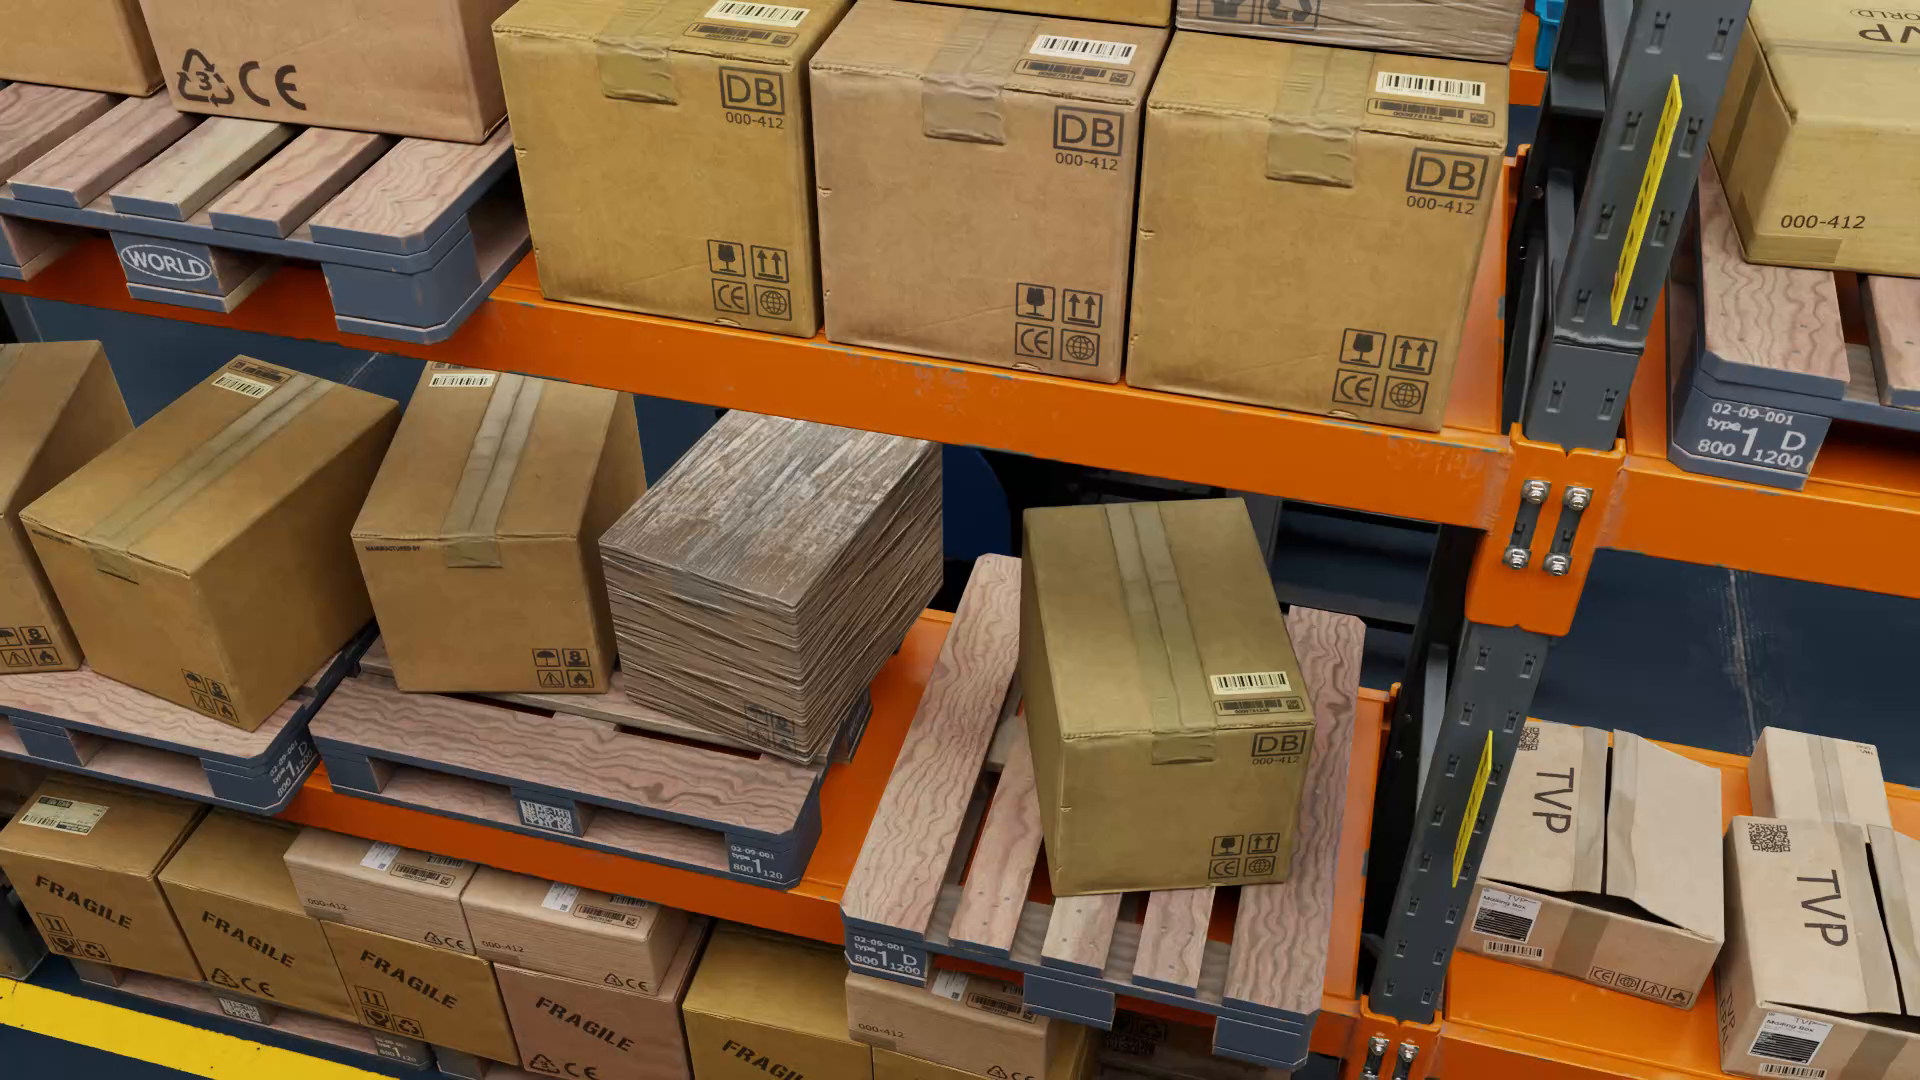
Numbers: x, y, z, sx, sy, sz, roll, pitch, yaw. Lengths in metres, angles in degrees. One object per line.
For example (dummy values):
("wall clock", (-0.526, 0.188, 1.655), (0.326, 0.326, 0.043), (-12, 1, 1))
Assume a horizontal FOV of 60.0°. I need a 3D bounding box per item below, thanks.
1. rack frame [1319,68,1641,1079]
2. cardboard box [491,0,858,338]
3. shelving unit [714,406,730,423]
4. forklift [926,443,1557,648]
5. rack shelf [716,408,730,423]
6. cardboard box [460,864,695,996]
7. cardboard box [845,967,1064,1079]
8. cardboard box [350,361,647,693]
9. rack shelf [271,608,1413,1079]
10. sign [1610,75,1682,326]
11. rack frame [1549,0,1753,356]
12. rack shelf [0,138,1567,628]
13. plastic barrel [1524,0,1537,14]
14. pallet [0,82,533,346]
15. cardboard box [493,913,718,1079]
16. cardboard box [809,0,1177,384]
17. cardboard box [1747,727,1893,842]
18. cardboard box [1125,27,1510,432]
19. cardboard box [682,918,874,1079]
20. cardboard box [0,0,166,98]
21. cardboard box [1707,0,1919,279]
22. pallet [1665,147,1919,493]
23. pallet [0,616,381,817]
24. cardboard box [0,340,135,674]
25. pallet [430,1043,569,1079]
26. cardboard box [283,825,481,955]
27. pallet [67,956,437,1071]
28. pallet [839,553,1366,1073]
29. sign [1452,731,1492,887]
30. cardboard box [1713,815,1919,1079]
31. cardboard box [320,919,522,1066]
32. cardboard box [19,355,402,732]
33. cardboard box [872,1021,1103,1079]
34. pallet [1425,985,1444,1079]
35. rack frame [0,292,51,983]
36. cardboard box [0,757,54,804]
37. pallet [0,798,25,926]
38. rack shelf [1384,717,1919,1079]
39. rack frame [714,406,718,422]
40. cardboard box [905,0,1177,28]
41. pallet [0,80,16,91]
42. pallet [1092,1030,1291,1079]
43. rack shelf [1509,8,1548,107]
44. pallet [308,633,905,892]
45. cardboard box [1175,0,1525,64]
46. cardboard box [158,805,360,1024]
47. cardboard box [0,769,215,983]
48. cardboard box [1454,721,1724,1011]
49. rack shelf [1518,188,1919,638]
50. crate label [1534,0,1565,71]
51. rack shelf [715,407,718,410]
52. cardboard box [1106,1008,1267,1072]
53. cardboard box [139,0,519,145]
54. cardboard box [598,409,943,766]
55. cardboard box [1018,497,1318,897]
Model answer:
("rack frame", (1.054, 0.561, 3.749), (0.127, 3.000, 1.000), (10, 41, 11))
("cardboard box", (-0.371, -0.849, 3.018), (0.500, 0.500, 0.910), (10, 41, 11))
("shelving unit", (-0.827, -0.485, 6.628), (0.210, 0.900, 0.258), (10, 41, 11))
("forklift", (0.755, -1.027, 5.694), (3.031, 2.935, 1.130), (10, 41, 11))
("rack shelf", (-0.827, -0.529, 6.592), (0.200, 0.077, 0.258), (10, 41, 11))
("cardboard box", (-0.955, 0.879, 4.390), (0.500, 0.250, 0.500), (9, 41, 11))
("cardboard box", (0.035, 1.046, 4.190), (0.500, 0.250, 0.500), (11, 41, 13))
("cardboard box", (-1.087, -0.047, 4.070), (0.500, 0.500, 0.700), (0, 40, 0))
("rack shelf", (-0.878, 0.504, 4.377), (4.000, 0.370, 1.077), (10, 41, 11))
("sign", (0.912, -0.449, 2.217), (0.005, 0.325, 0.100), (10, 41, 11))
("rack frame", (1.054, -1.736, 1.820), (0.127, 3.000, 1.000), (10, 41, 11))
("rack shelf", (-0.878, -0.644, 3.412), (4.000, 0.370, 1.077), (10, 41, 11))
("plastic barrel", (2.865, -2.679, 7.501), (0.708, 0.536, 0.600), (10, 41, 11))
("pallet", (-1.195, -0.858, 3.253), (1.003, 0.211, 1.213), (10, 41, 11))
("cardboard box", (-0.918, 1.171, 4.625), (0.500, 0.500, 0.500), (8, 41, 10))
("cardboard box", (0.131, -0.762, 2.915), (0.500, 0.500, 0.910), (10, 41, 11))
("cardboard box", (1.994, 0.635, 3.856), (0.250, 0.149, 0.380), (10, 41, 11))
("cardboard box", (0.624, -0.677, 2.814), (0.500, 0.500, 0.910), (10, 41, 11))
("cardboard box", (-0.410, 1.254, 4.526), (0.500, 0.500, 0.500), (8, 41, 10))
("cardboard box", (-1.691, -1.263, 3.107), (0.600, 0.600, 0.600), (9, 41, 11))
("cardboard box", (1.507, -0.650, 2.650), (0.500, 0.250, 0.500), (7, 41, 8))
("pallet", (1.733, -0.458, 2.777), (1.003, 0.211, 1.213), (12, 41, 13))
("pallet", (-2.066, 0.170, 4.364), (1.213, 0.211, 1.003), (10, 41, 11))
("cardboard box", (-2.410, -0.085, 4.115), (0.500, 0.500, 0.700), (-3, 40, -3))
("pallet", (-0.832, 1.277, 5.065), (1.213, 0.211, 1.003), (10, 41, 11))
("cardboard box", (-1.440, 0.796, 4.488), (0.500, 0.250, 0.500), (10, 41, 12))
("pallet", (-2.014, 1.076, 5.305), (1.213, 0.211, 1.003), (10, 41, 11))
("pallet", (0.381, 0.566, 3.893), (1.003, 0.211, 1.213), (10, 41, 11))
("sign", (0.923, 0.487, 2.999), (0.005, 0.325, 0.100), (10, 41, 11))
("cardboard box", (1.868, 0.864, 3.458), (0.500, 0.311, 0.500), (9, 41, 11))
("cardboard box", (-1.407, 1.086, 4.726), (0.500, 0.500, 0.500), (10, 41, 12))
("cardboard box", (-1.729, -0.010, 4.025), (0.500, 0.500, 0.700), (16, 43, 18))
("cardboard box", (0.090, 1.340, 4.423), (0.500, 0.500, 0.500), (11, 41, 13))
("pallet", (1.839, 1.790, 4.454), (1.213, 0.211, 1.003), (10, 41, 11))
("rack frame", (-2.810, -0.104, 4.541), (0.127, 3.000, 1.000), (10, 41, 11))
("cardboard box", (-3.159, 0.553, 5.507), (0.500, 0.311, 0.500), (10, 41, 11))
("pallet", (-3.473, 0.849, 5.575), (1.213, 0.211, 1.003), (10, 41, 11))
("rack shelf", (2.986, 1.169, 3.585), (4.000, 0.370, 1.077), (10, 41, 11))
("rack frame", (-0.925, -0.502, 6.648), (0.006, 0.900, 0.240), (10, 41, 11))
("cardboard box", (0.142, -1.170, 2.623), (0.500, 0.500, 0.500), (10, 41, 11))
("pallet", (-2.198, -1.028, 3.456), (1.003, 0.211, 1.213), (10, 41, 11))
("pallet", (0.343, 1.481, 4.822), (1.213, 0.211, 1.003), (10, 41, 11))
("rack shelf", (4.270, -1.907, 7.248), (4.000, 0.370, 1.077), (10, 41, 11))
("pallet", (-0.826, 0.314, 4.193), (1.213, 0.211, 1.003), (10, 41, 11))
("cardboard box", (0.634, -1.085, 2.522), (0.500, 0.500, 0.500), (10, 41, 11))
("cardboard box", (-1.887, 0.999, 4.830), (0.500, 0.500, 0.500), (10, 41, 12))
("cardboard box", (-2.406, 0.917, 4.928), (0.500, 0.500, 0.500), (8, 41, 9))
("cardboard box", (1.394, 0.683, 3.674), (0.500, 0.311, 0.500), (12, 42, 14))
("rack shelf", (2.986, 0.021, 2.620), (4.000, 0.370, 1.077), (10, 41, 11))
("crate label", (2.648, -2.148, 7.106), (0.416, 0.233, 0.303), (10, 41, 11))
("rack shelf", (-0.827, -0.598, 6.534), (0.200, 0.077, 0.258), (10, 41, 11))
("cardboard box", (0.688, 1.097, 4.713), (0.500, 0.500, 0.500), (11, 41, 13))
("cardboard box", (-1.053, -1.140, 2.961), (0.600, 0.600, 0.600), (8, 41, 10))
("cardboard box", (-0.417, 0.057, 3.946), (0.500, 0.500, 0.700), (17, 43, 20))
("cardboard box", (0.417, 0.327, 3.623), (0.500, 0.500, 0.700), (-3, 40, -3))
